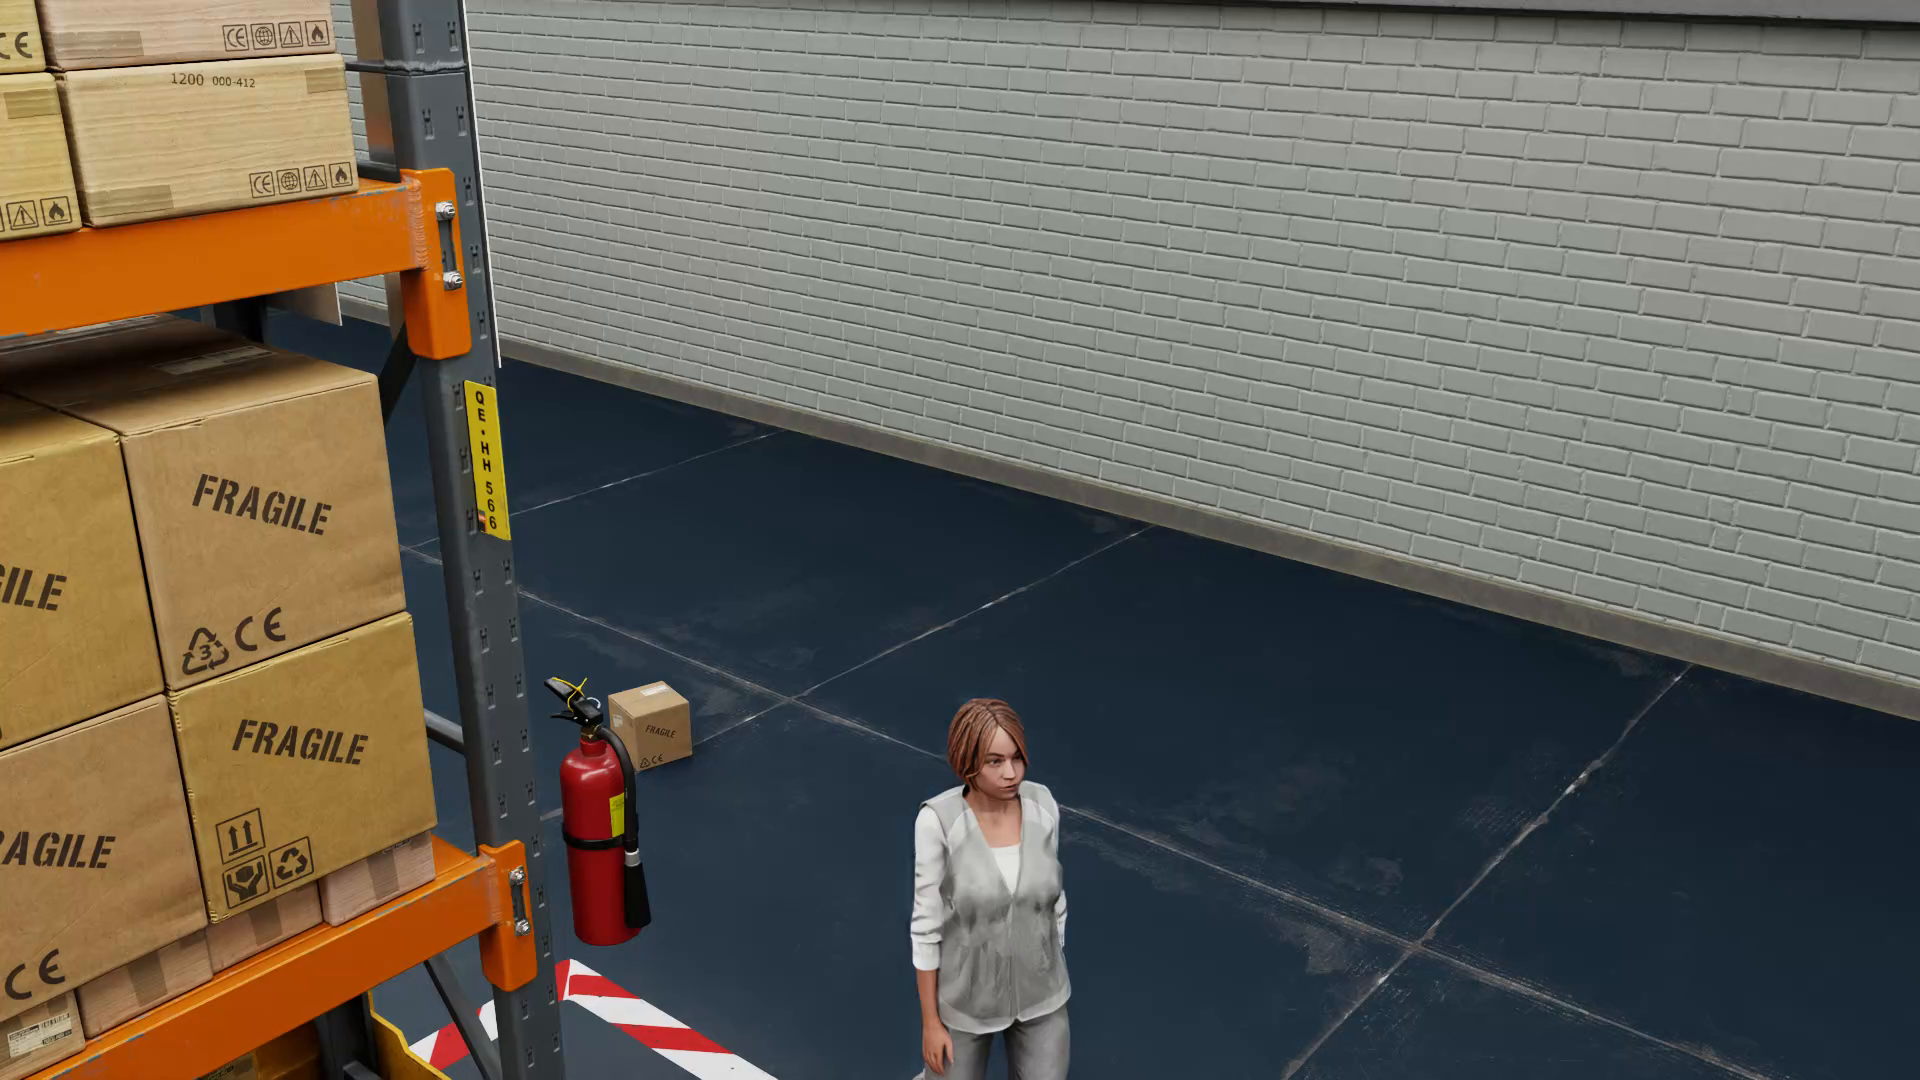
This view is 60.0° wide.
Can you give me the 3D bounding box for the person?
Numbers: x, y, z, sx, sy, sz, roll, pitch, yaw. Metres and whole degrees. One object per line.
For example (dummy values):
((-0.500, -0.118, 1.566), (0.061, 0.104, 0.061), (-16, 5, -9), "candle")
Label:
((0.069, 1.107, 4.087), (0.410, 1.580, 0.688), (-6, 21, -16), "person")
